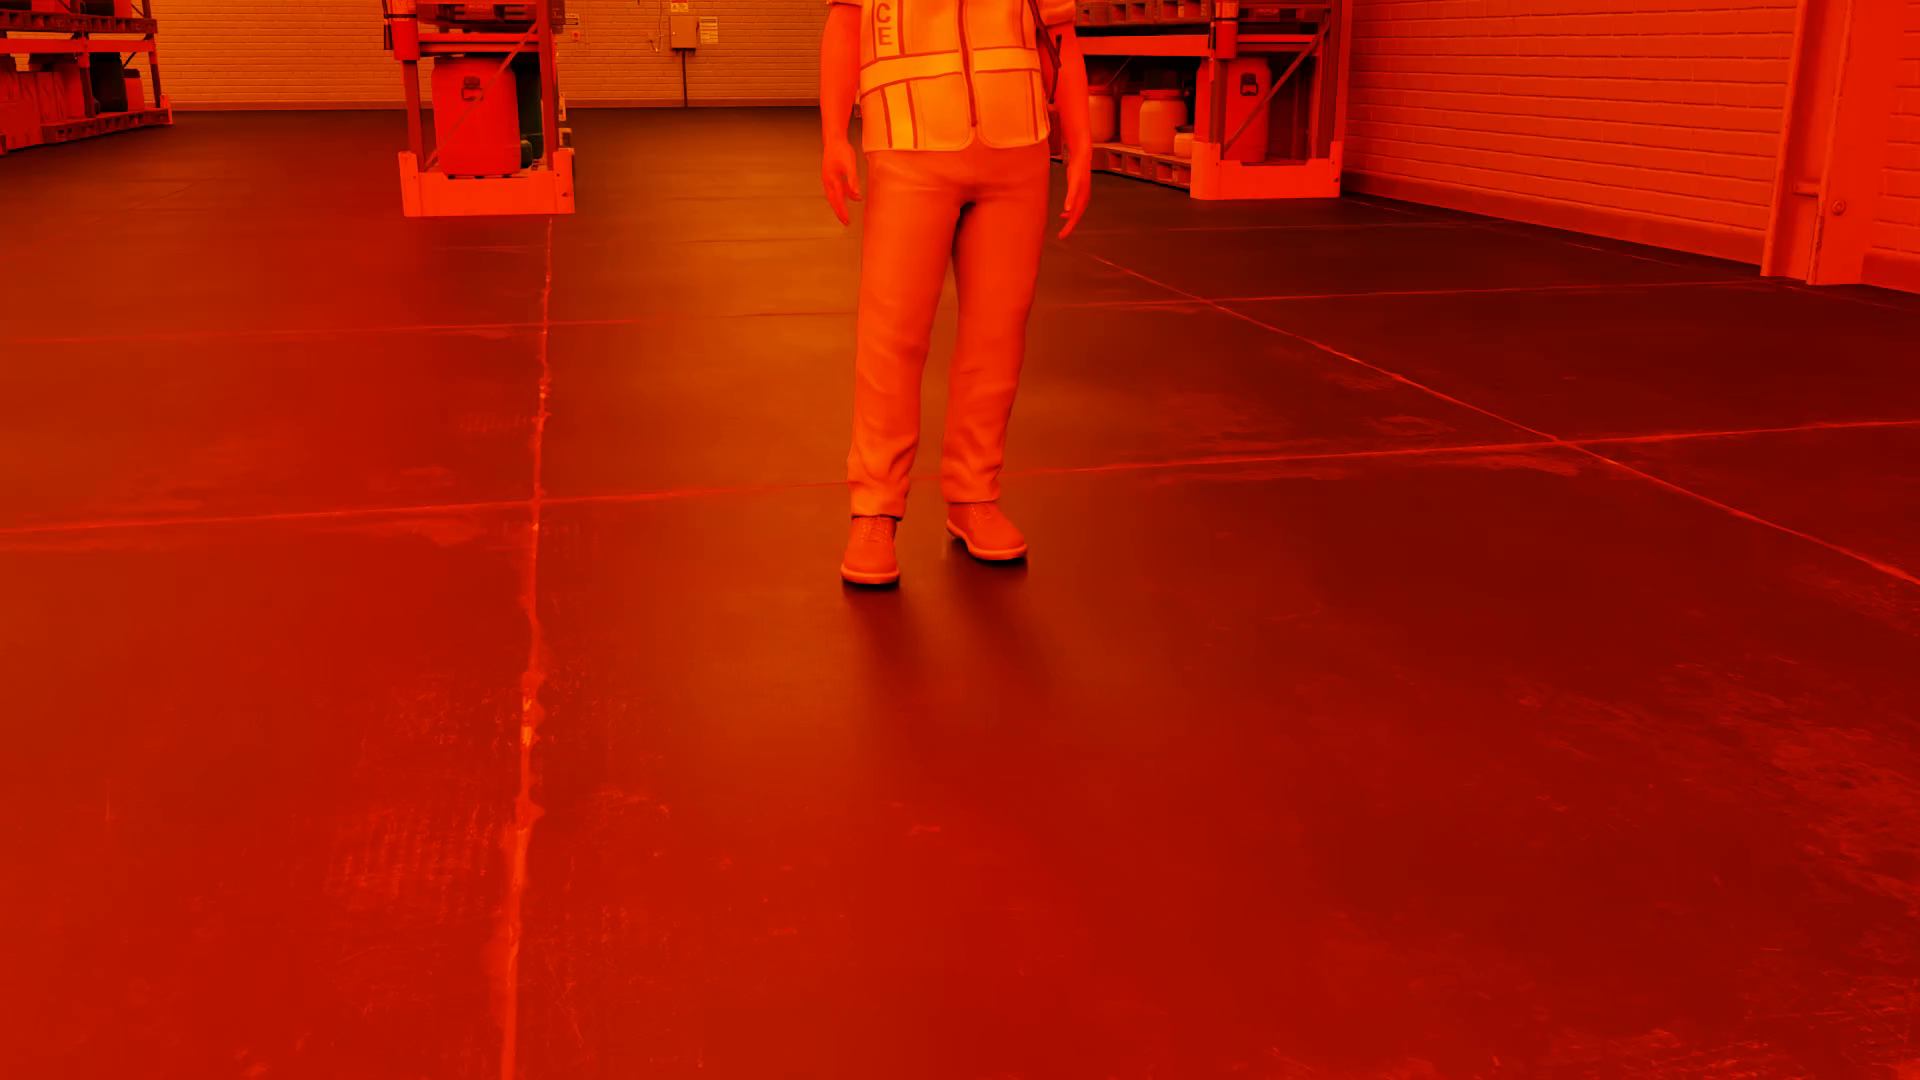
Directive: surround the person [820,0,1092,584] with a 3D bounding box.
[{"bbox_3d":[0.006,-0.838,3.684,0.641,1.778,0.574,-4,17,-12],"label":"person"}]
